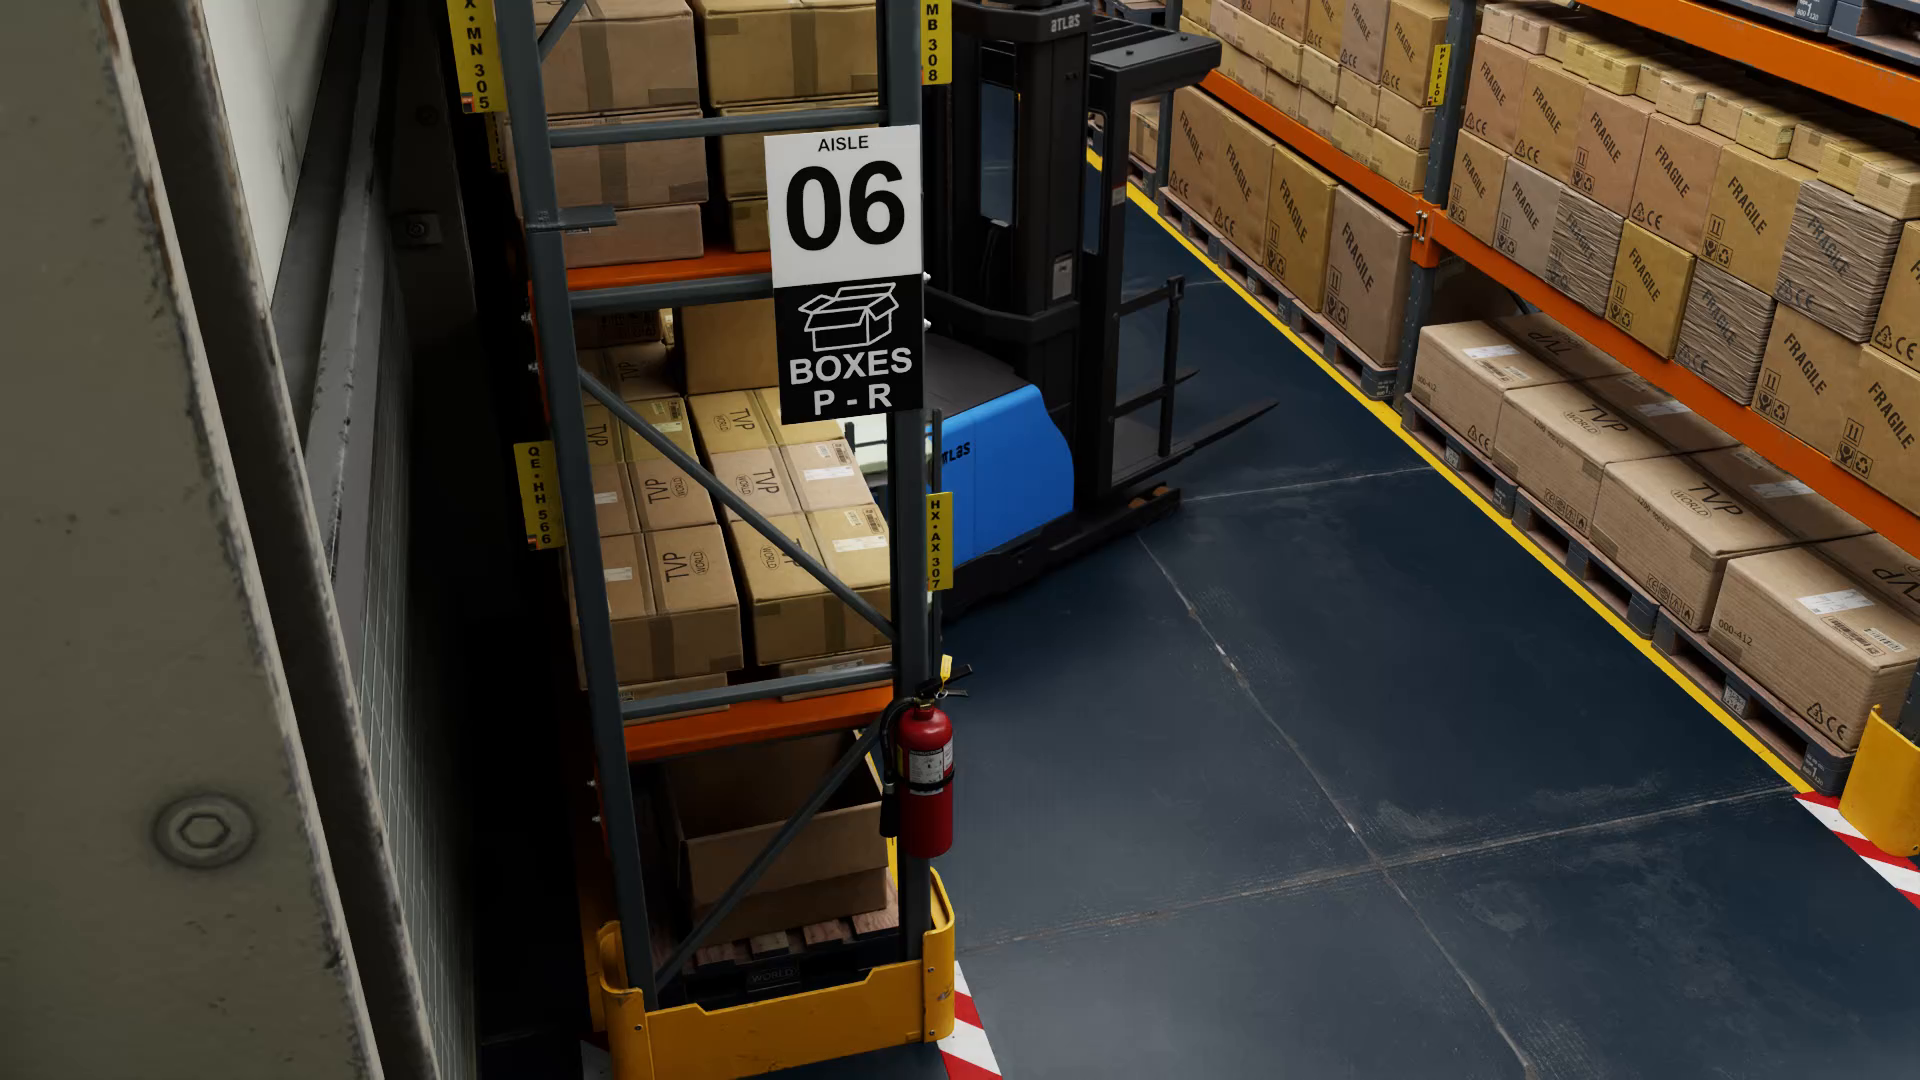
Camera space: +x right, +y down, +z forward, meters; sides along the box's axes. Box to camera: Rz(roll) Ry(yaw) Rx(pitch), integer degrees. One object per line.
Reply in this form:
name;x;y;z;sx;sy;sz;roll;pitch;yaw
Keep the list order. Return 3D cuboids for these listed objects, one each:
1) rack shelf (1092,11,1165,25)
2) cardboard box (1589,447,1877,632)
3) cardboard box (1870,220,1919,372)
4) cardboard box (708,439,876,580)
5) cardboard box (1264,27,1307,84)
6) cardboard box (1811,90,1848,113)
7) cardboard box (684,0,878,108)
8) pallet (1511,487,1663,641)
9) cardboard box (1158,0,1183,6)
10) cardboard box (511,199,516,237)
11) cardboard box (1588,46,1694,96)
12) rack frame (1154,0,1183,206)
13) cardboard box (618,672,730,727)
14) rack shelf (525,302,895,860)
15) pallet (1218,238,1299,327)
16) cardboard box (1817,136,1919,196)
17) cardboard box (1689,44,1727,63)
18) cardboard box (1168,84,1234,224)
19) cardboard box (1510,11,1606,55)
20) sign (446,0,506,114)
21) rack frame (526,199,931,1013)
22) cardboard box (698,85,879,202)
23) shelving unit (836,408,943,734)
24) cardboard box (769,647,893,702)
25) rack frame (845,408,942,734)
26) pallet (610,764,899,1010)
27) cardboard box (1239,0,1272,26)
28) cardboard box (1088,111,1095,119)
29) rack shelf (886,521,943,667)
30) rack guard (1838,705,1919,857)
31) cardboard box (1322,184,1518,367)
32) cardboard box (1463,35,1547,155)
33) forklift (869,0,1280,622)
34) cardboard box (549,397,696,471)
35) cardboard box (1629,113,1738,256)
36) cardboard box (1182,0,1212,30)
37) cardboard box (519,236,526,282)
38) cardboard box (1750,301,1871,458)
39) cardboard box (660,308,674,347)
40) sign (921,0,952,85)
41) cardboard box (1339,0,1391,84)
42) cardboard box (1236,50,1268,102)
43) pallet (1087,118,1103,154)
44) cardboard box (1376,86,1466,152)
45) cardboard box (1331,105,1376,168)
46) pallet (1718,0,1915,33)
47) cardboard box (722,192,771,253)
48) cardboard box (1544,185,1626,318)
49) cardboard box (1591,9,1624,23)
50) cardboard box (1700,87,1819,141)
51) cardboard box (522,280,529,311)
rack shelf;1.538;-4.725;14.638;1.077;0.370;4.000;-8;31;-13
cardboard box;3.669;-0.026;7.939;0.875;0.438;0.875;-7;31;-12
cardboard box;3.834;-0.884;6.185;0.500;0.500;0.500;-7;31;-12
cardboard box;-0.588;-0.107;5.794;0.500;0.250;0.500;-8;31;-13
cardboard box;2.343;-3.206;10.945;0.500;0.250;0.500;-7;31;-12
cardboard box;3.993;-1.927;7.339;0.380;0.149;0.250;-9;31;-14
cardboard box;-0.469;-1.371;4.484;0.500;0.250;0.500;-8;31;-14
pallet;3.584;0.036;8.477;1.003;0.211;1.213;-8;31;-13
cardboard box;1.755;-4.271;12.966;0.380;0.149;0.250;-7;31;-11
cardboard box;-2.763;-2.028;11.336;0.500;0.500;0.500;-8;31;-13
cardboard box;3.205;-2.209;7.826;0.380;0.149;0.250;-9;31;-15
rack frame;2.068;-4.071;12.789;1.000;3.000;0.127;-8;31;-13
cardboard box;-0.940;0.439;5.248;0.380;0.149;0.250;-8;31;-14
rack shelf;-1.124;-0.200;6.819;1.077;0.370;4.000;-8;31;-13
pallet;2.525;-1.885;11.796;1.003;0.211;1.213;-8;31;-13
cardboard box;3.636;-1.470;6.551;0.380;0.149;0.250;-7;31;-12
cardboard box;3.726;-2.290;7.966;0.380;0.149;0.250;-8;31;-14
cardboard box;2.172;-2.988;12.620;0.875;0.875;0.875;-8;31;-14
cardboard box;3.047;-2.587;8.480;0.380;0.149;0.250;-7;31;-13
sign;-1.133;-1.162;3.886;0.100;0.325;0.005;-8;31;-13
rack frame;-0.593;0.455;4.970;1.000;3.000;0.127;-8;31;-13
cardboard box;-0.447;-1.158;4.614;0.500;0.250;0.500;-8;31;-14
shelving unit;-0.400;-0.010;7.265;0.431;1.500;0.755;-10;31;-18
cardboard box;-0.416;0.368;5.370;0.380;0.149;0.250;-8;31;-14
rack frame;-0.270;0.160;6.969;0.400;1.500;0.023;-10;31;-18
pallet;-0.826;1.240;6.397;1.003;0.211;1.213;-8;31;-13
cardboard box;2.227;-3.786;11.198;0.500;0.500;0.500;-7;31;-12
cardboard box;1.529;-4.112;15.063;0.950;0.372;0.625;-7;31;-12
rack shelf;-0.403;0.273;7.427;0.431;0.370;0.720;-10;31;-18
rack guard;4.198;0.887;6.719;1.175;0.500;0.348;-8;31;-13
cardboard box;2.888;-1.690;10.377;0.875;0.875;0.875;-7;31;-12
cardboard box;3.023;-2.353;8.722;0.500;0.500;0.500;-8;31;-13
forklift;0.548;-1.493;8.403;3.031;2.935;1.130;-25;39;-37
cardboard box;-1.233;-0.285;6.101;0.500;0.250;0.500;-7;31;-12
cardboard box;3.407;-1.615;7.448;0.500;0.500;0.500;-8;31;-14
cardboard box;1.965;-3.945;12.221;0.500;0.250;0.500;-8;31;-14
cardboard box;-1.783;-1.266;7.795;0.500;0.250;0.500;-8;31;-14
cardboard box;3.690;-0.692;6.852;0.500;0.500;0.500;-8;31;-14
cardboard box;-1.017;-0.845;7.068;0.500;0.250;0.500;-8;31;-14
sign;-0.070;-1.294;4.124;0.100;0.325;0.005;-8;31;-13
cardboard box;2.625;-3.046;9.921;0.500;0.500;0.500;-7;31;-12
cardboard box;2.243;-3.236;11.496;0.500;0.250;0.500;-7;31;-12
pallet;1.542;-3.830;15.156;1.003;0.211;1.213;-8;31;-13
cardboard box;2.779;-2.471;9.675;0.500;0.250;0.500;-8;31;-13
cardboard box;2.634;-2.503;10.230;0.500;0.250;0.500;-8;31;-14
pallet;3.657;-2.414;7.020;1.003;0.211;1.213;-8;31;-13
cardboard box;-0.453;-0.919;4.601;0.380;0.149;0.250;-7;31;-12
cardboard box;3.258;-1.436;8.137;0.500;0.500;0.500;-8;31;-13
cardboard box;3.484;-2.647;8.584;0.380;0.149;0.250;-7;31;-12
cardboard box;3.460;-1.849;7.204;0.380;0.149;0.250;-7;31;-12
cardboard box;-2.332;-1.272;10.029;0.500;0.500;0.500;-9;31;-16
